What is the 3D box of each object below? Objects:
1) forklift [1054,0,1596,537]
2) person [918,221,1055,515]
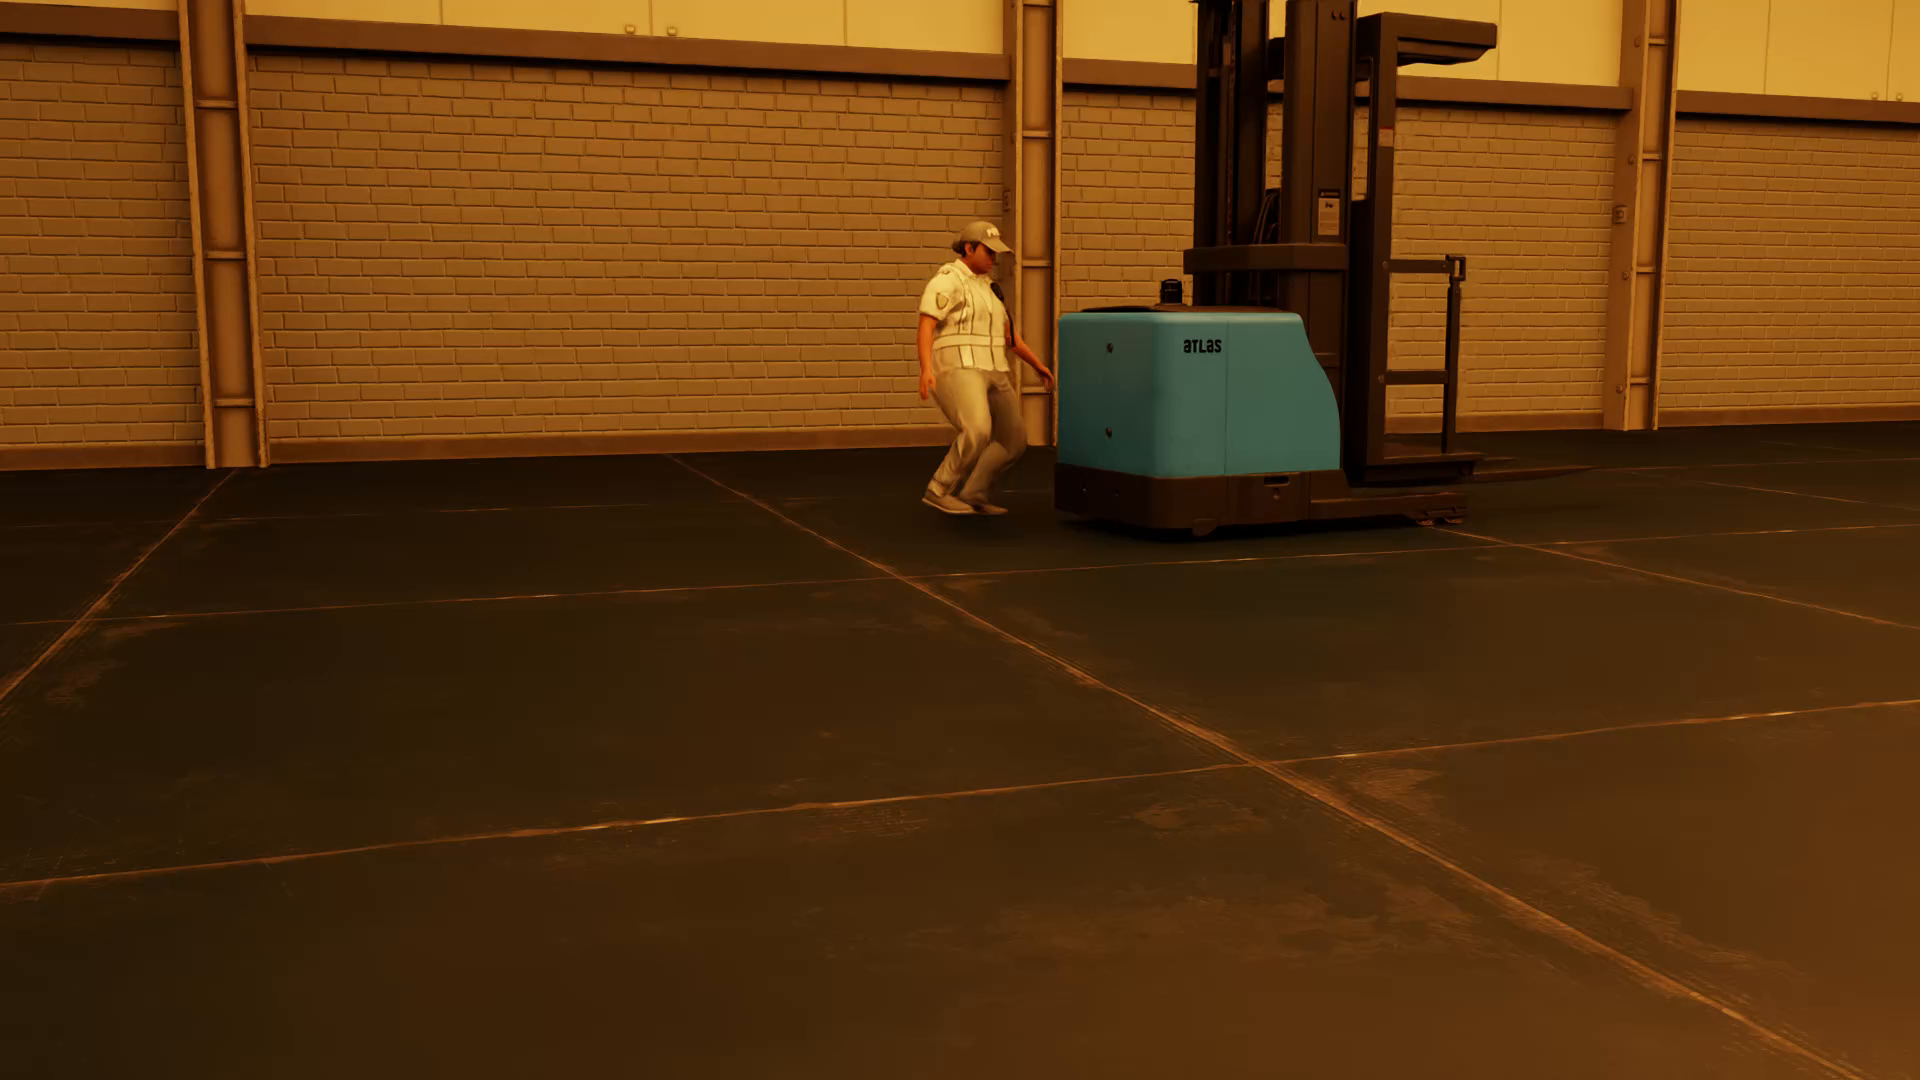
[{"bbox_3d":[2.037,-1.582,8.677,3.031,2.935,1.130,-4,9,-27],"label":"forklift"},{"bbox_3d":[0.089,-0.846,8.523,0.622,1.559,0.878,6,10,39],"label":"person"}]
